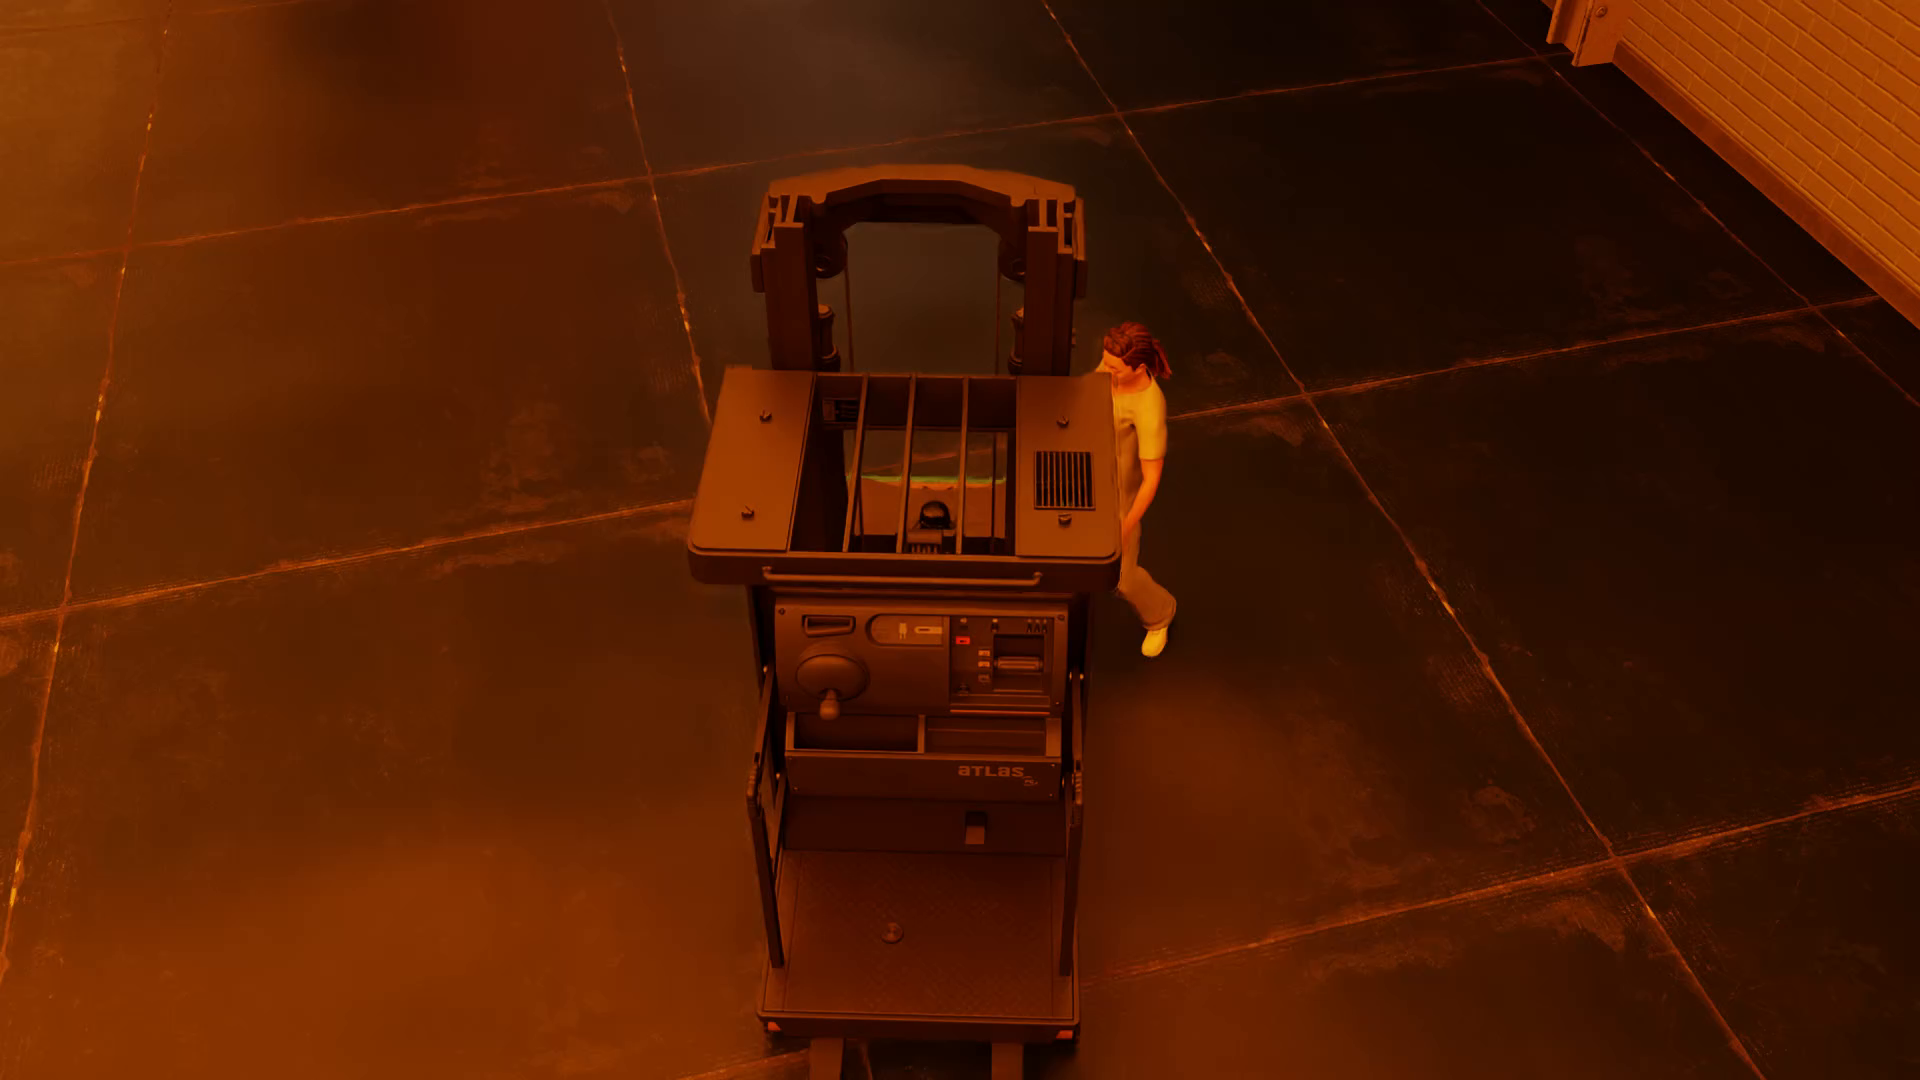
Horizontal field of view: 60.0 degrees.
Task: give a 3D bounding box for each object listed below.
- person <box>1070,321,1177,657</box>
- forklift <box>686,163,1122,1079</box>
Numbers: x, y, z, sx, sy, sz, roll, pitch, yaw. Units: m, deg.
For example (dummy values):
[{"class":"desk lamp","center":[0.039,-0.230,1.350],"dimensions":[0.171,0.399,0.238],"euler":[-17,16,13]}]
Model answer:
[{"class":"person","center":[0.617,-0.275,6.947],"dimensions":[0.587,1.573,0.824],"euler":[-13,45,-14]},{"class":"forklift","center":[-0.127,0.474,5.144],"dimensions":[1.130,2.935,3.031],"euler":[1,43,1]}]
